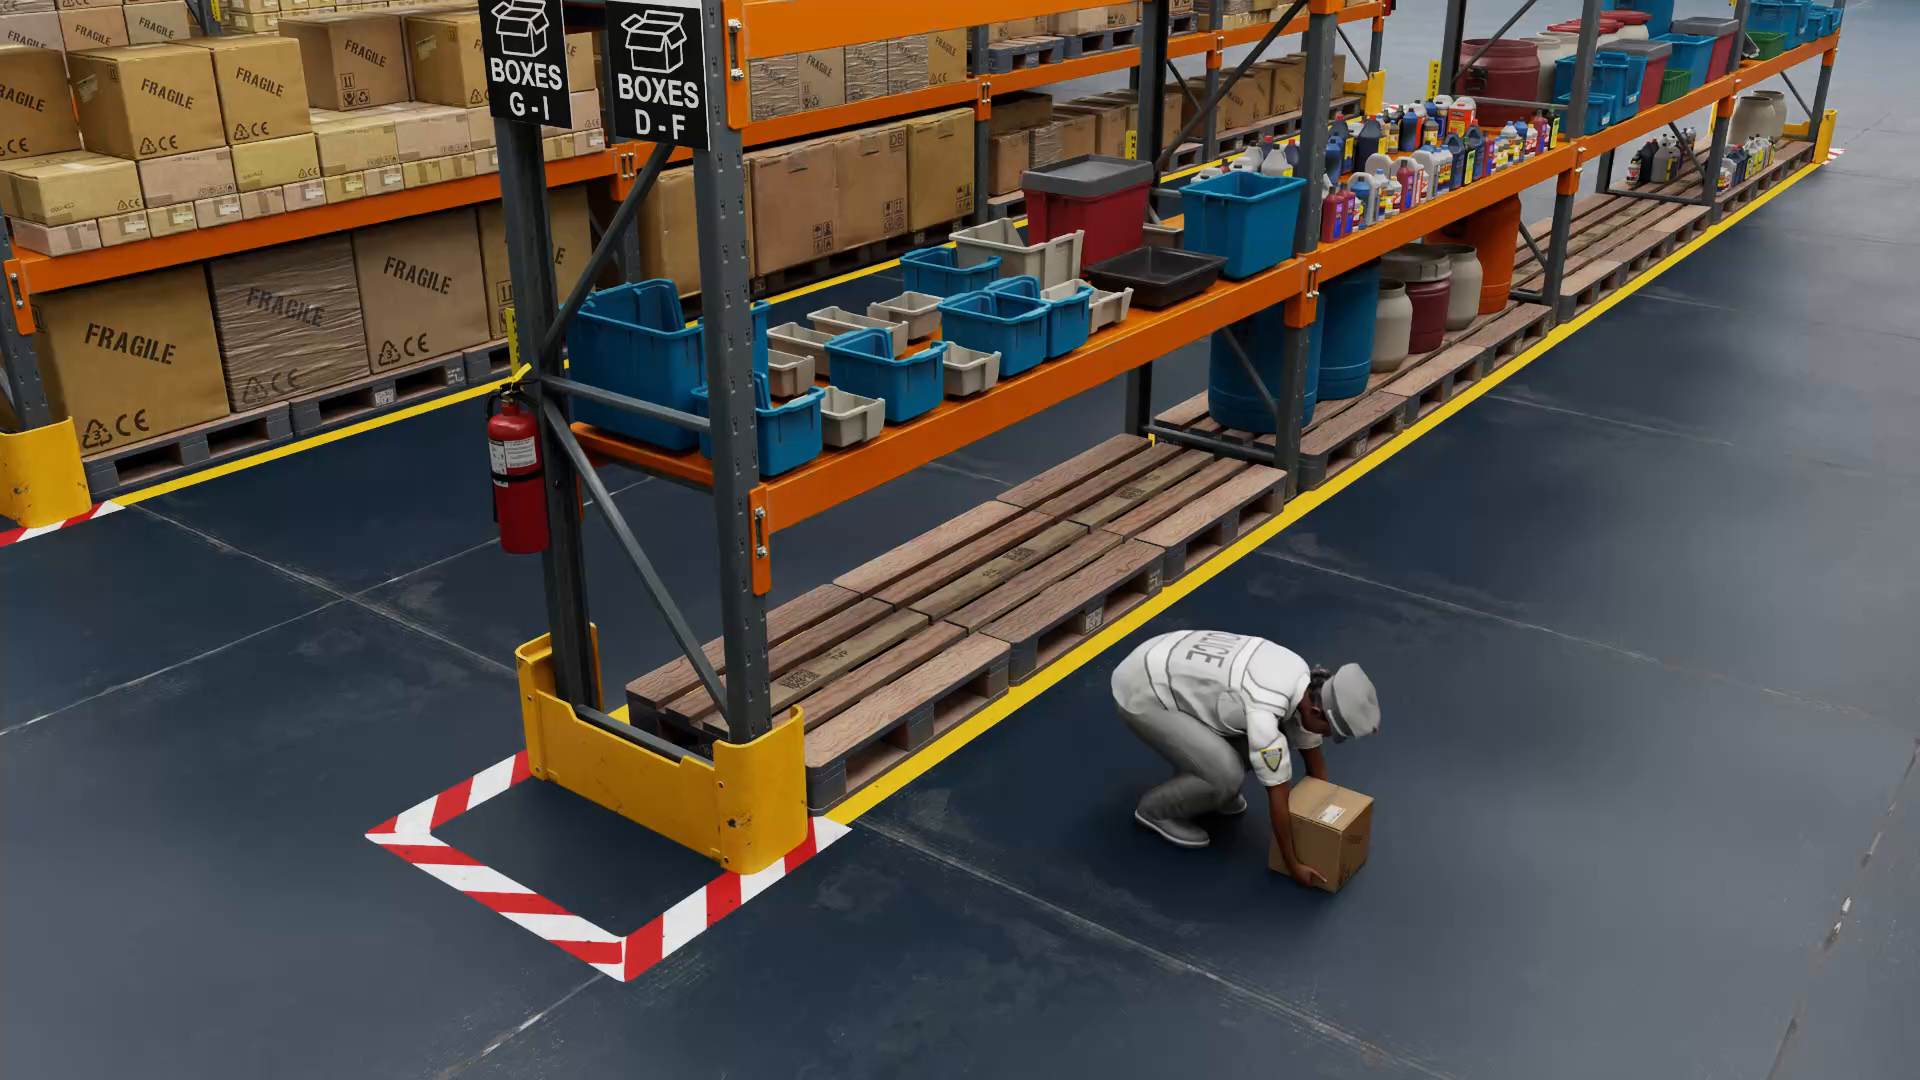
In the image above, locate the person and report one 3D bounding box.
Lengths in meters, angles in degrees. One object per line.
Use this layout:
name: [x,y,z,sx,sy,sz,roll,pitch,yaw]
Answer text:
person: [0.967,0.702,5.729,0.925,0.762,0.457,16,28,32]
